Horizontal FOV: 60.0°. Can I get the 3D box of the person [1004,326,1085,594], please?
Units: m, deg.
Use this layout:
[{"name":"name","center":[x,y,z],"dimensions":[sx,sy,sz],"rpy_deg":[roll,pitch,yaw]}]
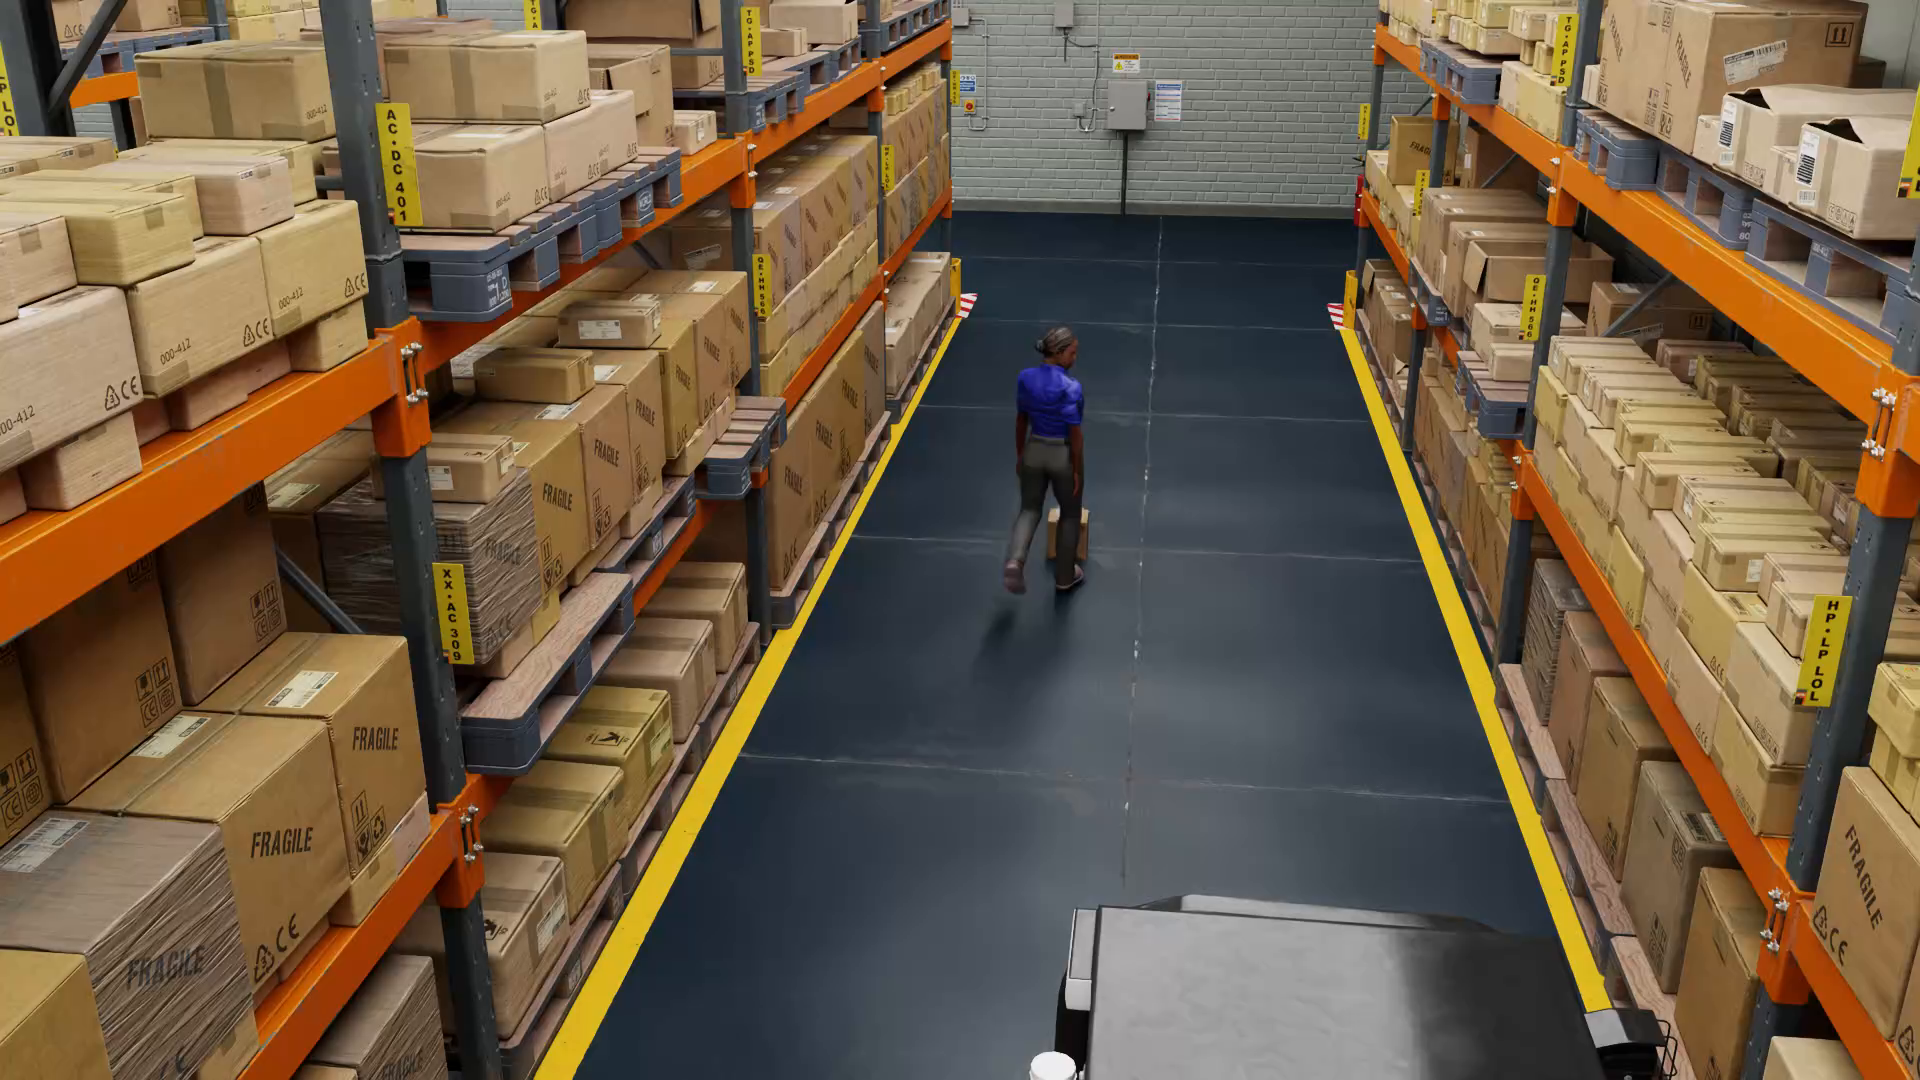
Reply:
[{"name":"person","center":[0.515,-0.446,9.704],"dimensions":[0.467,1.635,0.725],"rpy_deg":[11,24,26]}]
